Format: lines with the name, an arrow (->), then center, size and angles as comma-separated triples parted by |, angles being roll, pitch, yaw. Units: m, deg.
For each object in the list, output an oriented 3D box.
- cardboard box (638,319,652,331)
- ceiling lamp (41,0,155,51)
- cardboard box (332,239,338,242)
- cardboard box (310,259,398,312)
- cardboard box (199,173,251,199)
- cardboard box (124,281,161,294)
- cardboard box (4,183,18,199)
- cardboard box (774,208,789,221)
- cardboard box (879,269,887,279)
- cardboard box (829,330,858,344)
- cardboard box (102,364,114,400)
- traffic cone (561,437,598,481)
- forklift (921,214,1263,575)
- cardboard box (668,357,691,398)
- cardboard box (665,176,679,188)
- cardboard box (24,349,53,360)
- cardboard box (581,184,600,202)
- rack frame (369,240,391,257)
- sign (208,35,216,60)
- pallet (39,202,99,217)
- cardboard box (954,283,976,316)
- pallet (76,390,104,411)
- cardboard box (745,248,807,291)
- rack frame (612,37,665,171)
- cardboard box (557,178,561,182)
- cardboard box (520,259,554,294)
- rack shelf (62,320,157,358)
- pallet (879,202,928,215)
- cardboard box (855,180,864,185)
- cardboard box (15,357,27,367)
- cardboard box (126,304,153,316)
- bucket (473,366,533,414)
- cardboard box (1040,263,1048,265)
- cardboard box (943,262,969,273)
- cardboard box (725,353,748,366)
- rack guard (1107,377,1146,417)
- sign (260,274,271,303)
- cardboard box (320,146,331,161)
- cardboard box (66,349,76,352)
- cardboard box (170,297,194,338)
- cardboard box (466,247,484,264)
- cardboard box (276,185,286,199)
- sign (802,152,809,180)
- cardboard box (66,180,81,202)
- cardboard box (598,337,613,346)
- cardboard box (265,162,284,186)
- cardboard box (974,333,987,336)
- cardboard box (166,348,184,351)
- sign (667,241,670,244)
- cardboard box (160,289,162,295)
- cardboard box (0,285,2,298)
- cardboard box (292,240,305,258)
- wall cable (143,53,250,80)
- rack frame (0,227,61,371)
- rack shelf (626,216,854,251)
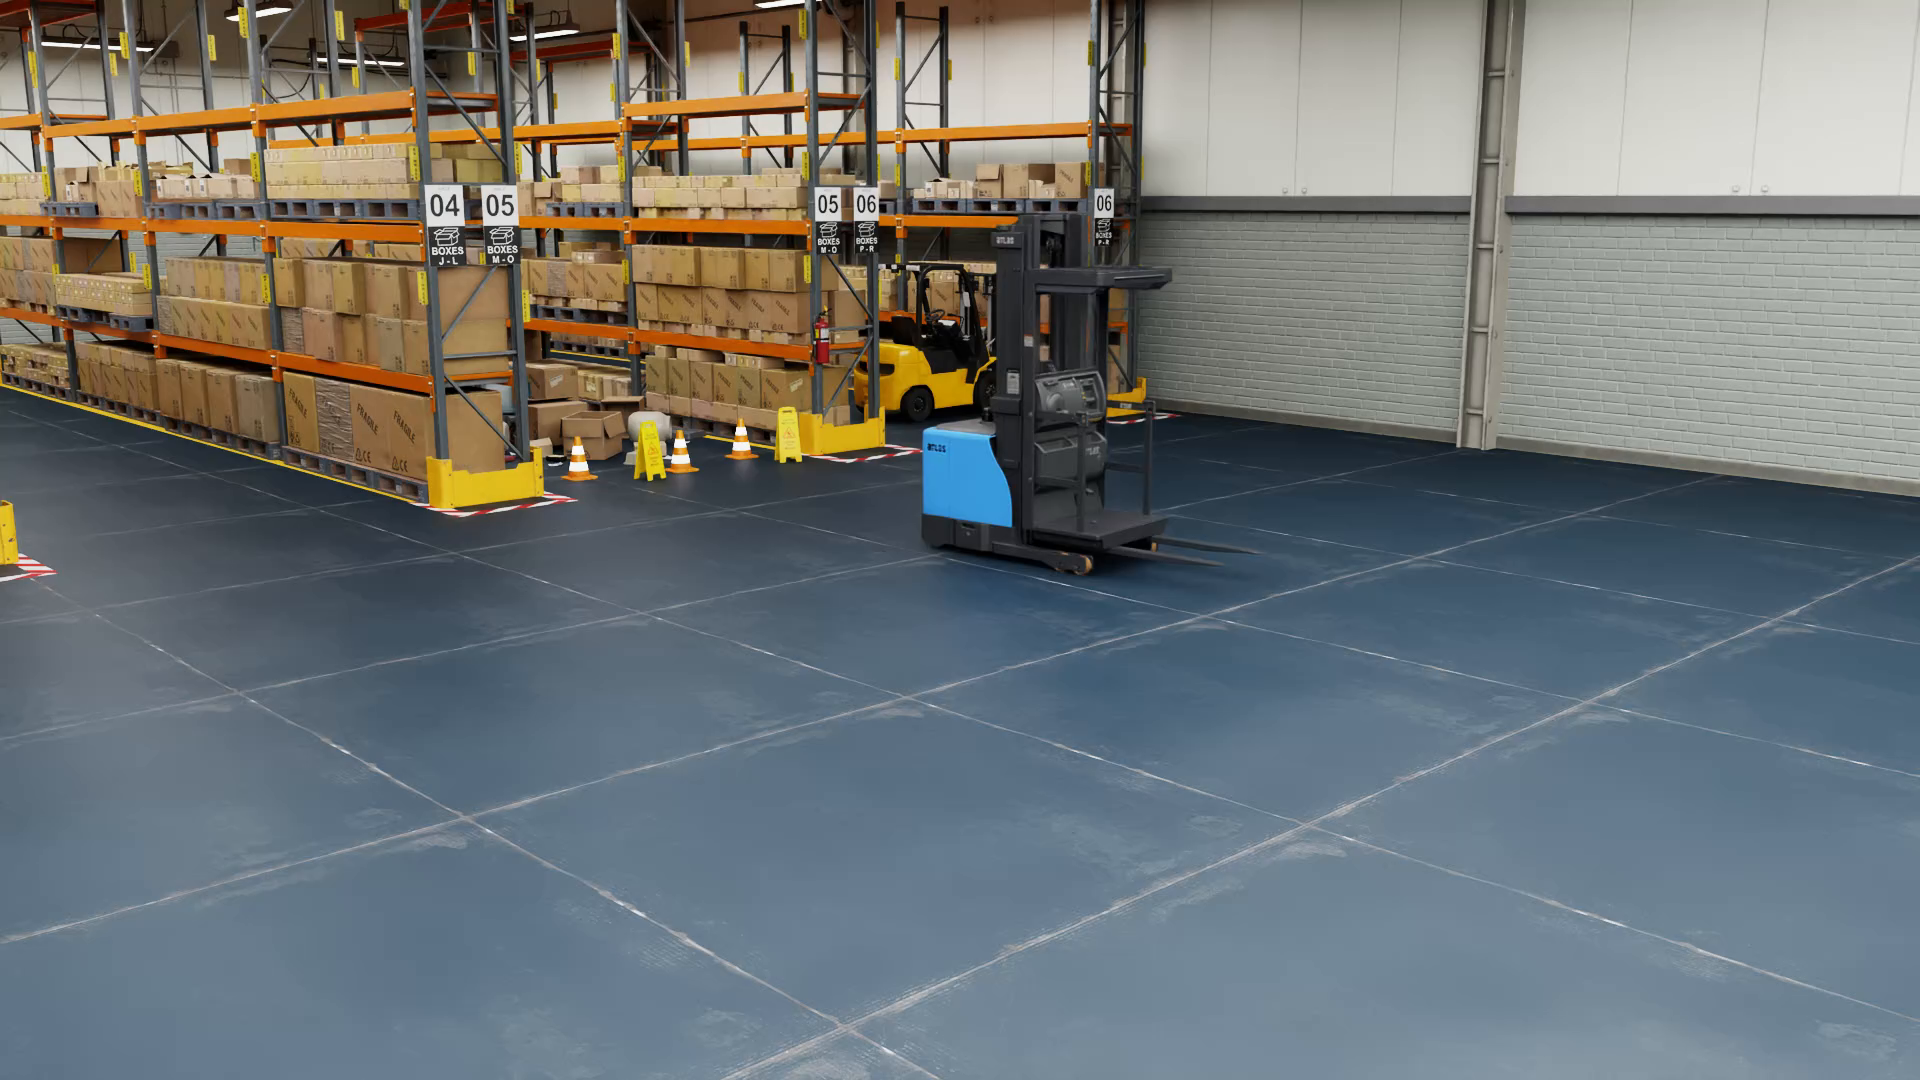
cardboard box -> -4.185, -2.961, 22.812 | 0.380, 0.149, 0.250 | -11, 16, -43
ceiling lamp -> -16.064, -10.777, 30.794 | 2.000, 3.185, 0.800 | -11, 16, -43
cardboard box -> -10.975, -5.395, 29.668 | 0.380, 0.149, 0.250 | -11, 16, -44
cardboard box -> -6.713, -2.852, 18.612 | 0.875, 0.550, 0.550 | -11, 16, -43
cardboard box -> -9.050, -4.376, 20.553 | 0.500, 0.311, 0.500 | 11, 16, 43
cardboard box -> -11.113, -3.436, 22.600 | 0.250, 0.149, 0.380 | 11, 16, 43
cardboard box -> -14.801, -5.537, 26.390 | 0.500, 0.250, 0.500 | 11, 16, 43
cardboard box -> -2.052, -3.982, 20.333 | 0.380, 0.149, 0.250 | -11, 16, -42
cardboard box -> -1.171, -4.288, 26.773 | 0.380, 0.149, 0.250 | -11, 16, -43
cardboard box -> -1.493, -2.546, 20.799 | 0.380, 0.149, 0.250 | -11, 16, -42
cardboard box -> -12.149, -2.323, 24.245 | 0.500, 0.500, 0.500 | -11, 16, -42
traffic cone -> -4.258, -0.919, 18.566 | 0.336, 0.463, 0.334 | -11, 16, -43
forklift -> 1.112, -1.262, 14.111 | 3.031, 2.935, 1.130 | 9, 15, 39
cardboard box -> -3.580, -2.201, 22.414 | 0.500, 0.500, 0.500 | -10, 15, -40
cardboard box -> -3.650, -4.704, 21.863 | 0.380, 0.149, 0.250 | -11, 16, -43
cardboard box -> -14.928, -3.009, 26.973 | 0.380, 0.149, 0.250 | -11, 16, -42
cardboard box -> -5.024, -4.916, 23.574 | 0.500, 0.250, 0.500 | -11, 16, -42
rack frame -> -9.695, -4.342, 28.893 | 1.000, 3.000, 0.127 | -11, 16, -43
sign -> -10.044, -6.605, 22.303 | 0.100, 0.325, 0.005 | -11, 16, -43
pallet -> -12.856, -4.910, 24.681 | 1.213, 0.211, 1.003 | -11, 16, -43
cardboard box -> 0.257, -3.667, 25.370 | 0.500, 0.500, 0.500 | -11, 16, -43
pallet -> -12.667, -2.159, 25.205 | 1.003, 0.211, 1.213 | -11, 16, -43
cardboard box -> -2.263, -3.394, 20.830 | 0.700, 0.500, 0.500 | -11, 16, -42
rack frame -> -6.108, -7.973, 31.648 | 1.000, 3.000, 0.127 | -11, 16, -43
cardboard box -> -7.691, -7.084, 33.161 | 0.500, 0.250, 0.500 | -10, 16, -41
cardboard box -> -6.424, -3.986, 25.138 | 0.500, 0.500, 0.500 | -10, 15, -40
rack shelf -> -11.824, -2.994, 24.130 | 1.077, 0.370, 4.000 | -11, 16, -43
pallet -> -1.201, -5.369, 26.919 | 1.217, 0.209, 0.805 | 11, 16, 43
cardboard box -> -1.789, -5.731, 27.132 | 0.500, 0.311, 0.500 | 11, 16, 43
cardboard box -> -15.312, -2.941, 27.377 | 0.380, 0.149, 0.250 | -10, 15, -41
cardboard box -> -11.116, -3.145, 22.662 | 0.380, 0.149, 0.250 | -11, 16, -42
bucket -> -5.919, -1.913, 21.447 | 0.726, 0.611, 0.620 | -5, 3, -23
cardboard box -> 1.283, -4.079, 25.023 | 0.250, 0.149, 0.380 | 11, 16, 44
cardboard box -> -0.045, -4.178, 25.504 | 0.380, 0.149, 0.250 | -10, 16, -41
cardboard box -> -2.804, -2.336, 21.461 | 0.380, 0.149, 0.250 | -10, 15, -40
rack guard -> 2.196, -2.056, 23.988 | 1.175, 0.500, 0.348 | -11, 16, -43
sign -> -8.066, -2.922, 19.324 | 0.100, 0.325, 0.005 | -11, 16, -43
cardboard box -> -6.624, -4.139, 17.831 | 0.380, 0.149, 0.250 | -11, 16, -43
cardboard box -> -14.354, -3.049, 27.167 | 0.380, 0.149, 0.250 | -11, 16, -42
cardboard box -> -9.975, -2.926, 21.771 | 0.500, 0.500, 0.500 | -11, 16, -43
cardboard box -> -7.479, -4.336, 26.138 | 0.500, 0.500, 0.500 | 11, 16, 44
cardboard box -> -7.495, -3.933, 18.807 | 0.380, 0.149, 0.250 | -11, 16, -42
sign -> -1.823, -4.419, 19.640 | 0.100, 0.325, 0.005 | -11, 16, -43
cardboard box -> -12.749, -5.111, 24.372 | 0.500, 0.311, 0.500 | -11, 16, -43
cardboard box -> -6.951, -3.994, 32.936 | 0.396, 0.266, 0.258 | -10, 15, -41
cardboard box -> -7.546, -4.156, 18.901 | 0.500, 0.250, 0.500 | -11, 16, -42
cardboard box -> 0.258, -3.099, 26.154 | 0.500, 0.250, 0.500 | -11, 16, -43
cardboard box -> -11.094, -2.611, 23.786 | 0.500, 0.250, 0.500 | -11, 16, -43
sign -> -5.709, -5.680, 32.514 | 0.100, 0.325, 0.005 | -11, 16, -43
cardboard box -> -11.182, -3.495, 23.627 | 0.380, 0.149, 0.250 | -11, 16, -42
cardboard box -> -15.857, -4.312, 27.762 | 0.500, 0.500, 0.500 | -10, 15, -40
cardboard box -> -11.970, -5.281, 30.722 | 0.500, 0.500, 0.500 | 11, 16, 44
wall cable -> -16.043, -8.760, 35.467 | 2.355, 3.000, 0.029 | -11, 16, -43
rack frame -> -15.968, -4.222, 28.307 | 1.000, 3.000, 0.127 | -11, 16, -43
rack shelf -> -2.789, -4.000, 21.580 | 1.077, 0.370, 4.000 | -11, 16, -43
